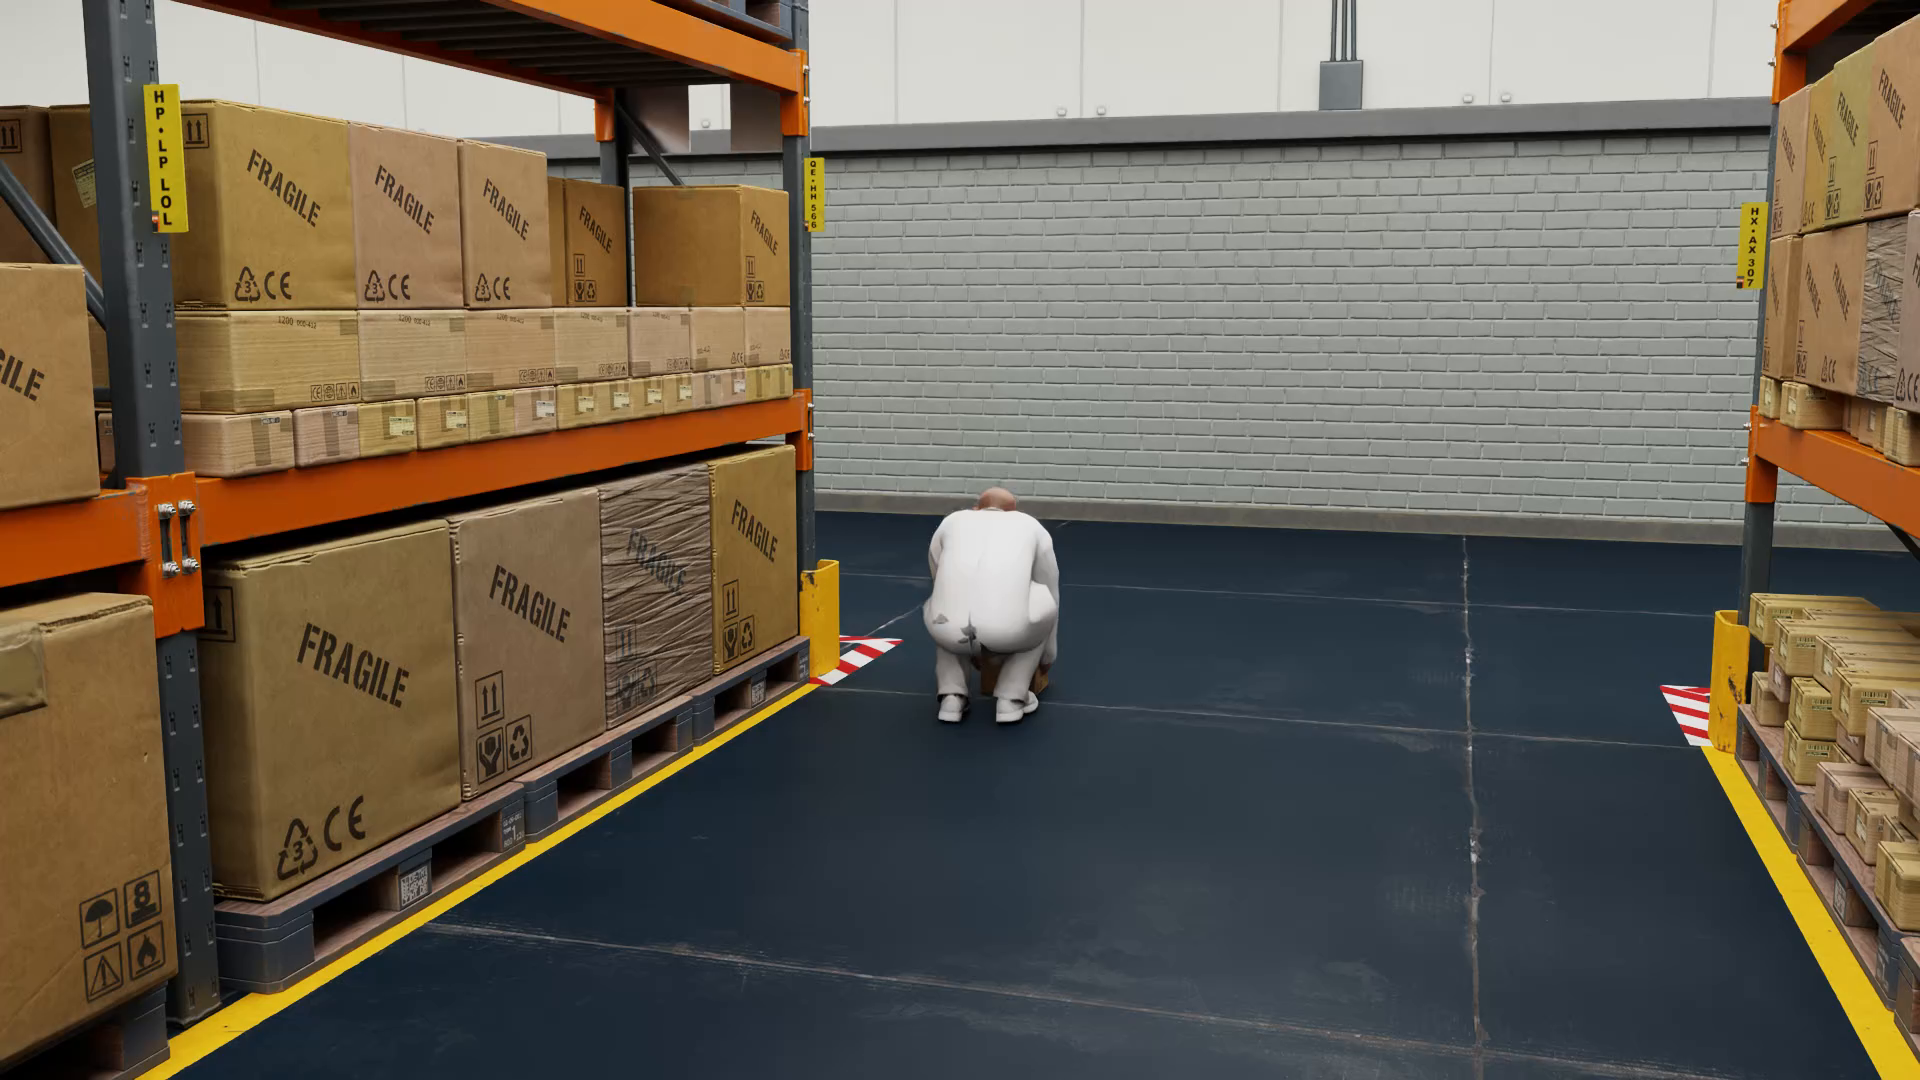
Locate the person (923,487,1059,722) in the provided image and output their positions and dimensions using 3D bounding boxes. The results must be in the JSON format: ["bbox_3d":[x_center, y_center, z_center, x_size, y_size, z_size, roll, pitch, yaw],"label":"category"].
[{"bbox_3d":[0.128,0.267,7.054,0.603,0.918,0.906,2,8,15],"label":"person"}]
